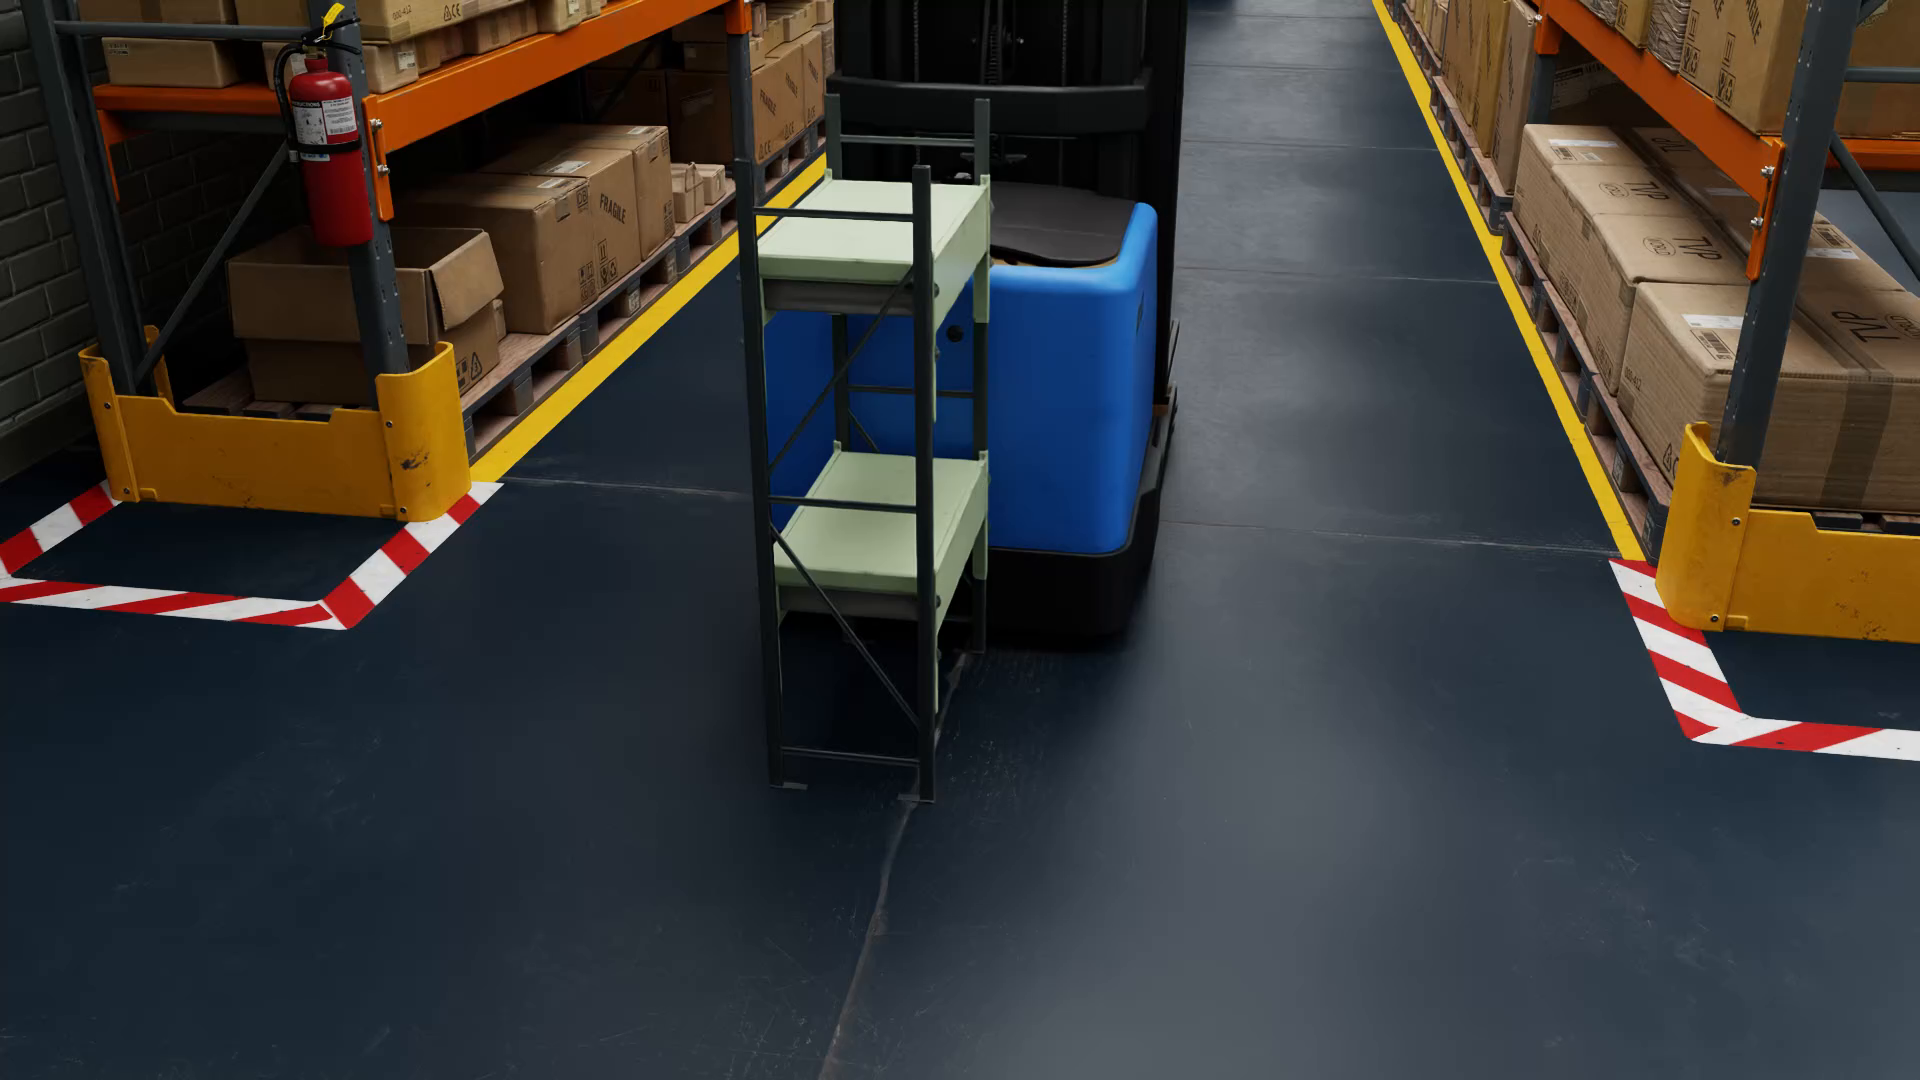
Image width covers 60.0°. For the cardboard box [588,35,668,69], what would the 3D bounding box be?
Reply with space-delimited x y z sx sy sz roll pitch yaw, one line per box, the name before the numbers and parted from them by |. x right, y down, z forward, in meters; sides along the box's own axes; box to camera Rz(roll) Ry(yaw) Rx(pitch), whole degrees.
cardboard box | -1.830 -2.690 9.147 0.380 0.149 0.250 3 25 6

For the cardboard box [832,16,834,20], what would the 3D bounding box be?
cardboard box | -0.984 -3.276 11.164 0.500 0.500 0.500 5 26 11

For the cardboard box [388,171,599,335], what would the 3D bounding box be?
cardboard box | -1.888 -1.154 6.630 0.700 0.500 0.500 5 26 11

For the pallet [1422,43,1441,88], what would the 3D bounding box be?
pallet | 4.075 -3.559 12.604 1.003 0.211 1.213 4 25 9

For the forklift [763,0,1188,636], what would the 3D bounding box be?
forklift | 0.195 -1.665 5.350 1.130 2.935 3.031 4 25 9

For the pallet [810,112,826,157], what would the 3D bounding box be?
pallet | -1.313 -2.756 10.889 1.003 0.211 1.213 4 25 9

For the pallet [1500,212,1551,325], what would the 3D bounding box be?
pallet | 3.090 -1.247 7.664 1.003 0.211 1.213 4 25 9

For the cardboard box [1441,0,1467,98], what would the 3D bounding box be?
cardboard box | 3.751 -3.440 11.072 0.875 0.875 0.875 4 25 8

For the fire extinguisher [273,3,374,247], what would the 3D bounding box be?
fire extinguisher | -1.828 -1.194 4.794 0.296 0.674 0.183 4 25 9

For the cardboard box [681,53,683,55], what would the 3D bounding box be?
cardboard box | -1.728 -2.655 9.838 0.500 0.500 0.500 3 25 6

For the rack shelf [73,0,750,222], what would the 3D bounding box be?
rack shelf | -1.933 -2.002 6.838 1.077 0.370 4.000 4 25 9

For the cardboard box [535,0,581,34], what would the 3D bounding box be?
cardboard box | -1.676 -2.032 6.349 0.380 0.149 0.250 3 25 7

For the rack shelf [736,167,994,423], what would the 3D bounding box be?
rack shelf | -0.192 -0.580 3.800 0.431 0.370 0.720 4 25 9

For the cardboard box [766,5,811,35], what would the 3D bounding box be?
cardboard box | -1.133 -3.198 10.233 0.380 0.149 0.250 5 26 10

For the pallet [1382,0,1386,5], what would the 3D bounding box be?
pallet | 4.871 -5.700 17.179 1.003 0.211 1.213 4 25 9

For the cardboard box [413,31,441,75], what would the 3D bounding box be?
cardboard box | -1.939 -1.606 5.439 0.380 0.149 0.250 5 25 10

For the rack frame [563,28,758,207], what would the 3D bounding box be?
rack frame | -1.606 -3.165 8.472 1.000 3.000 0.127 4 25 9

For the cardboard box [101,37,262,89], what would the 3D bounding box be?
cardboard box | -2.470 -1.535 5.288 0.380 0.149 0.250 4 25 8

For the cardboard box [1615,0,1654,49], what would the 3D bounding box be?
cardboard box | 2.699 -2.056 5.987 0.500 0.500 0.500 5 26 10

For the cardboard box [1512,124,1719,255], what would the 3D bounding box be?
cardboard box | 3.083 -1.597 7.650 0.875 0.438 0.875 4 25 8

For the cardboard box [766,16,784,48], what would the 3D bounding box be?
cardboard box | -1.254 -2.993 9.794 0.380 0.149 0.250 4 25 8

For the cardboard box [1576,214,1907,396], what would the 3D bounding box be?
cardboard box | 2.789 -0.845 6.045 0.875 0.438 0.875 5 25 10

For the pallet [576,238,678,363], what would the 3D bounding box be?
pallet | -1.916 -1.103 7.357 1.003 0.211 1.213 4 25 9

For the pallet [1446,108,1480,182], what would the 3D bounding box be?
pallet | 3.541 -2.399 10.126 1.003 0.211 1.213 4 25 9

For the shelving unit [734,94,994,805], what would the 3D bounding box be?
shelving unit | -0.192 -0.227 3.966 0.431 1.500 0.755 4 25 9

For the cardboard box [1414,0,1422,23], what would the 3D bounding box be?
cardboard box | 4.402 -4.648 14.245 0.950 0.372 0.625 6 26 12

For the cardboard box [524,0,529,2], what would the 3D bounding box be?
cardboard box | -1.758 -2.153 6.137 0.500 0.250 0.500 4 25 8

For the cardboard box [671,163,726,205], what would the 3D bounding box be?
cardboard box | -1.407 -1.810 8.447 0.380 0.149 0.250 3 25 7

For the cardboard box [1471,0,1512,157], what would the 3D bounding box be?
cardboard box | 3.454 -2.693 9.477 0.875 0.875 0.875 5 26 10

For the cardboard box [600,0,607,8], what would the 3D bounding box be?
cardboard box | -1.679 -2.256 6.827 0.380 0.149 0.250 4 25 8

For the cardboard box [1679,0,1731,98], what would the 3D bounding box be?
cardboard box | 2.553 -1.624 5.062 0.500 0.500 0.500 3 25 7

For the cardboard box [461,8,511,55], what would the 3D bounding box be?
cardboard box | -1.829 -1.820 5.896 0.380 0.149 0.250 5 26 10

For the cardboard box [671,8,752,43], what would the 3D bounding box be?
cardboard box | -1.344 -2.787 9.003 0.380 0.149 0.250 4 25 8

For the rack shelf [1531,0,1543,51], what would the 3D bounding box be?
rack shelf | 3.619 -3.333 9.681 1.077 0.370 4.000 4 25 9

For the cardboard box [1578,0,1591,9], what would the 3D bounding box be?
cardboard box | 2.870 -2.479 6.890 0.500 0.500 0.500 4 25 9

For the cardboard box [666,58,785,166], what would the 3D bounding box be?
cardboard box | -1.305 -2.409 9.312 0.500 0.500 0.500 5 26 11

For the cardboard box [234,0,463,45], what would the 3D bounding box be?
cardboard box | -1.920 -1.730 5.233 0.500 0.250 0.500 4 25 9

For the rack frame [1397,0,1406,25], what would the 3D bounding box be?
rack frame | 4.599 -6.168 14.889 1.000 3.000 0.127 4 25 9

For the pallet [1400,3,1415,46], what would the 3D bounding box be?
pallet | 4.473 -4.579 14.785 1.003 0.211 1.213 4 25 9

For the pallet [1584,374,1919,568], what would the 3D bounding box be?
pallet | 2.692 -0.226 5.484 1.003 0.211 1.213 4 25 9

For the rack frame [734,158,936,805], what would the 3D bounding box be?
rack frame | -0.256 -0.074 3.639 0.400 1.500 0.023 4 25 9

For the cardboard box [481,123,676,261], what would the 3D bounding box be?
cardboard box | -1.718 -1.588 7.557 0.700 0.500 0.500 3 25 7

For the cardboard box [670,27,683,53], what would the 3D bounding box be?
cardboard box | -1.761 -2.903 9.602 0.380 0.149 0.250 4 25 9

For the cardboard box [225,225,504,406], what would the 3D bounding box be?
cardboard box | -2.066 -0.800 5.871 0.797 0.503 0.637 3 25 6

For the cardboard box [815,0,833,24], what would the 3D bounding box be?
cardboard box | -1.027 -3.413 10.690 0.380 0.149 0.250 3 25 6

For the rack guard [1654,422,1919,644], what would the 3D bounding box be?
rack guard | 2.634 -0.007 4.676 1.175 0.500 0.348 4 25 9

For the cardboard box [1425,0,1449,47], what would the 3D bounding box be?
cardboard box | 4.160 -4.040 12.947 0.950 0.372 0.625 4 25 8

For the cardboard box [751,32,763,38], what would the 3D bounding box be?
cardboard box | -1.316 -2.769 9.316 0.380 0.149 0.250 3 25 7

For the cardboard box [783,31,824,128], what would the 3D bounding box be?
cardboard box | -1.142 -2.841 10.235 0.500 0.500 0.500 3 25 7

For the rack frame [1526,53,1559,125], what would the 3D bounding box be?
rack frame | 3.292 -2.822 7.741 1.000 3.000 0.127 4 25 9
